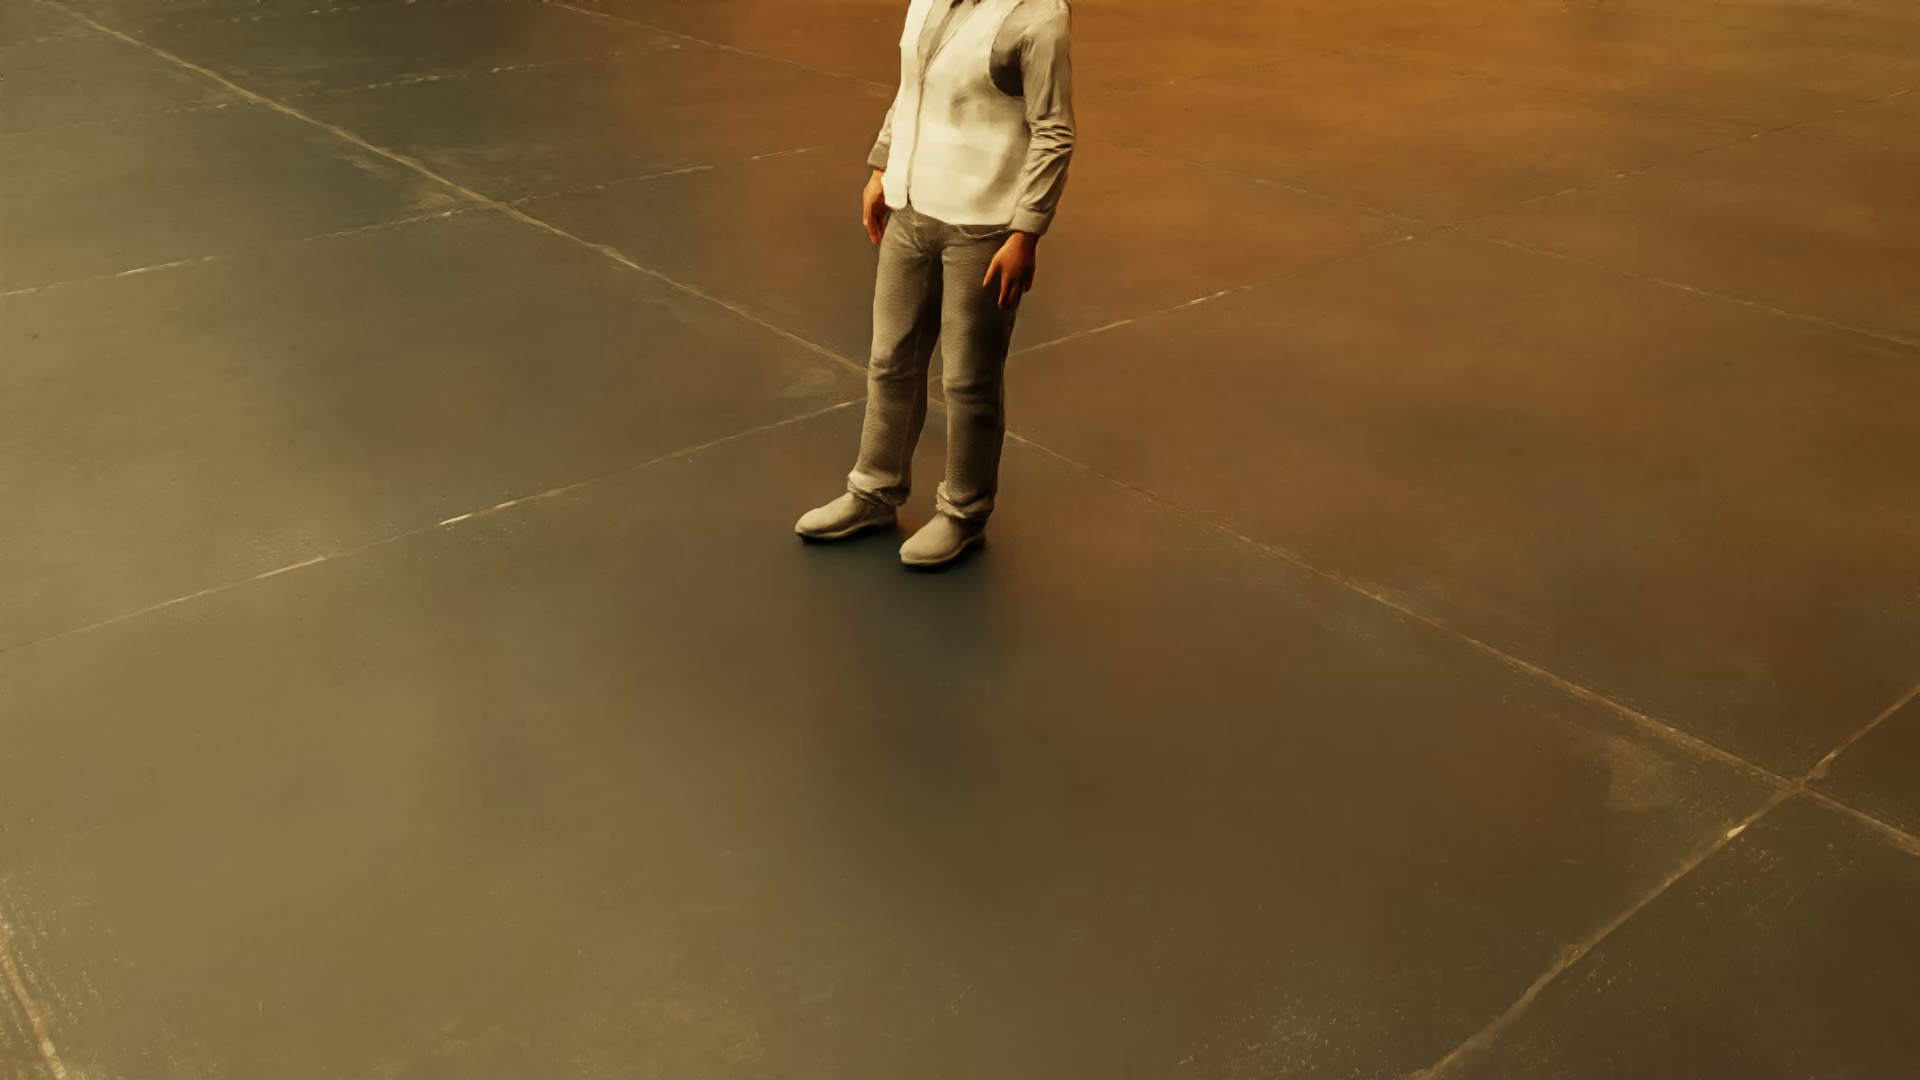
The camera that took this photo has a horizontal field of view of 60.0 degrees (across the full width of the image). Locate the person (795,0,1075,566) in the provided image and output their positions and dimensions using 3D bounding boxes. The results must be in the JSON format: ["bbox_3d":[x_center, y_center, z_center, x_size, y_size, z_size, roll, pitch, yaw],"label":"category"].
[{"bbox_3d":[-0.055,-0.786,4.072,0.563,1.773,0.632,-20,33,-35],"label":"person"}]
